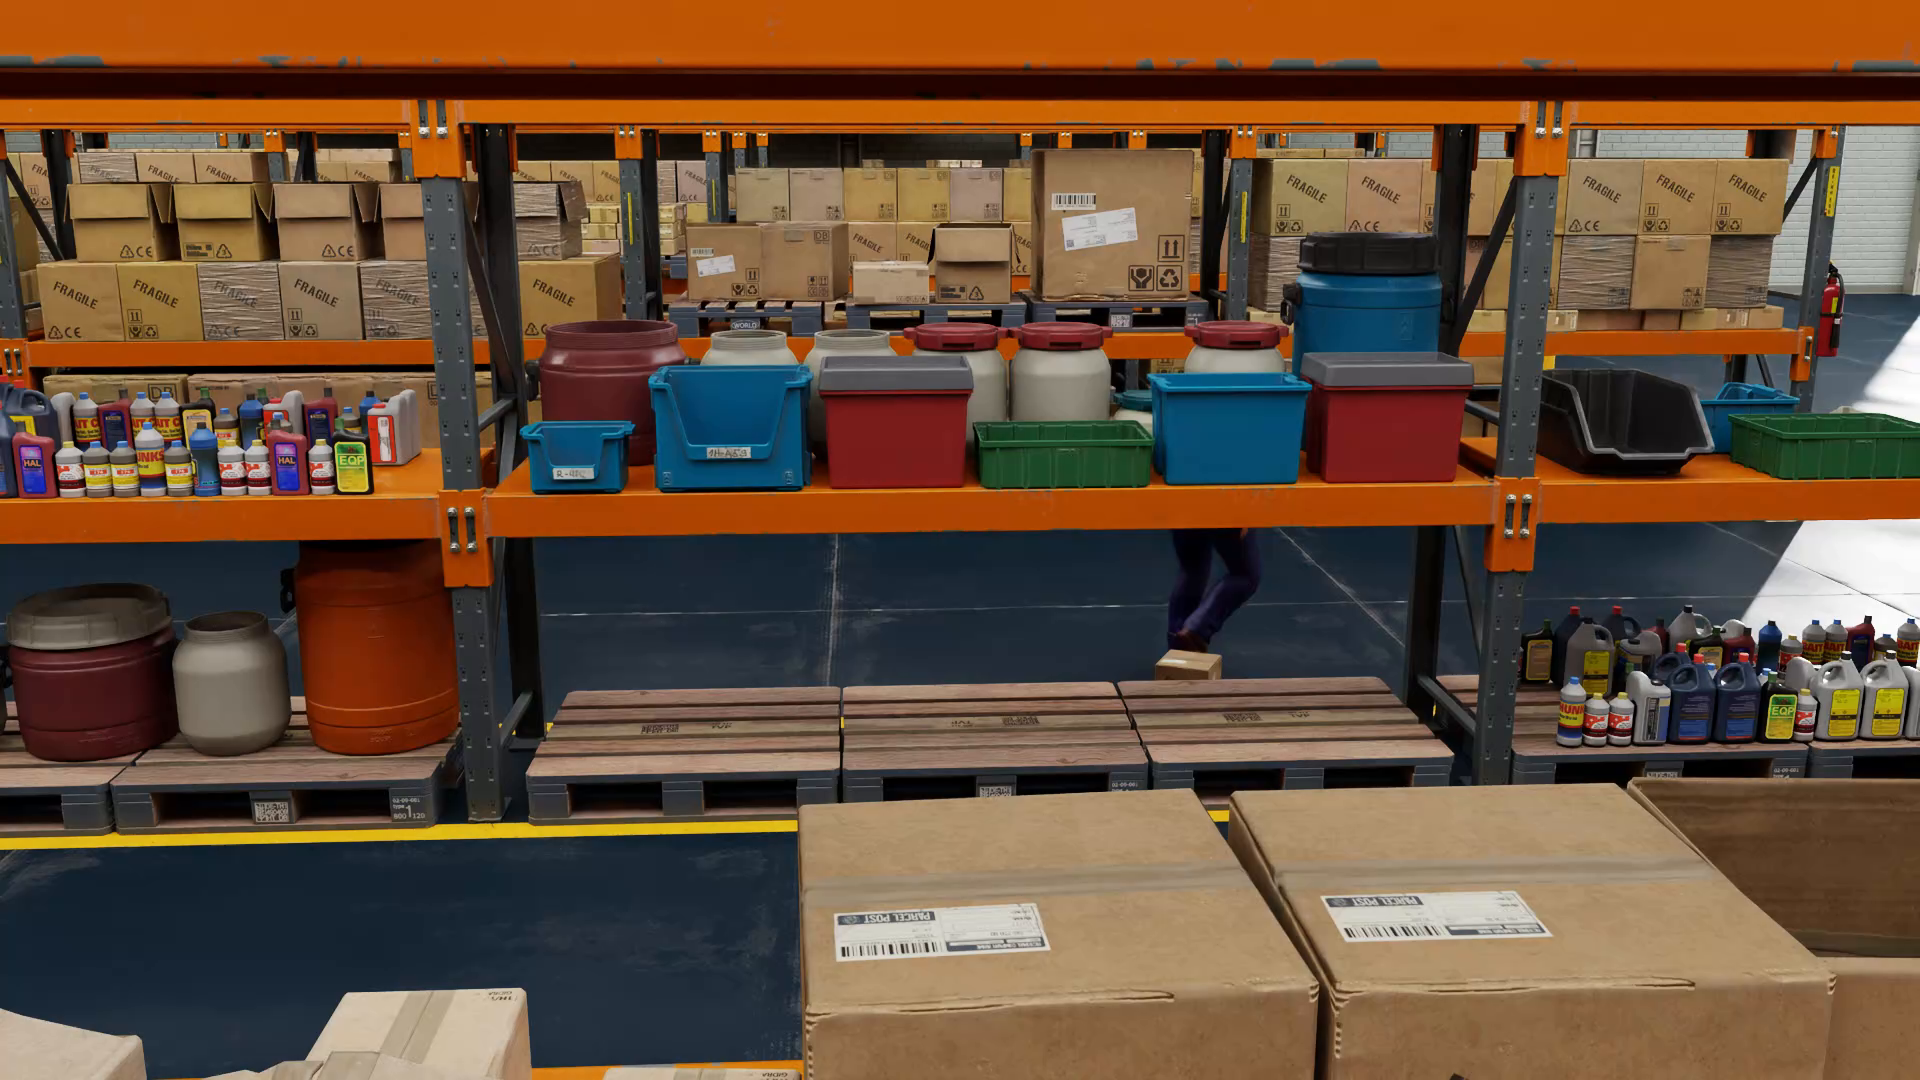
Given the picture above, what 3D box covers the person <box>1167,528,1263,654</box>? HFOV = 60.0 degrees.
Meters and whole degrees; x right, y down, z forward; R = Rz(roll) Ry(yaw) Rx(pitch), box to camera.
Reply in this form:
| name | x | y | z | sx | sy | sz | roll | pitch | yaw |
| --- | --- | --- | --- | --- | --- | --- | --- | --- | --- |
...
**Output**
| name | x | y | z | sx | sy | sz | roll | pitch | yaw |
| --- | --- | --- | --- | --- | --- | --- | --- | --- | --- |
| person | 1.186 | -0.160 | 8.100 | 0.518 | 1.633 | 0.512 | -11 | 18 | -39 |
